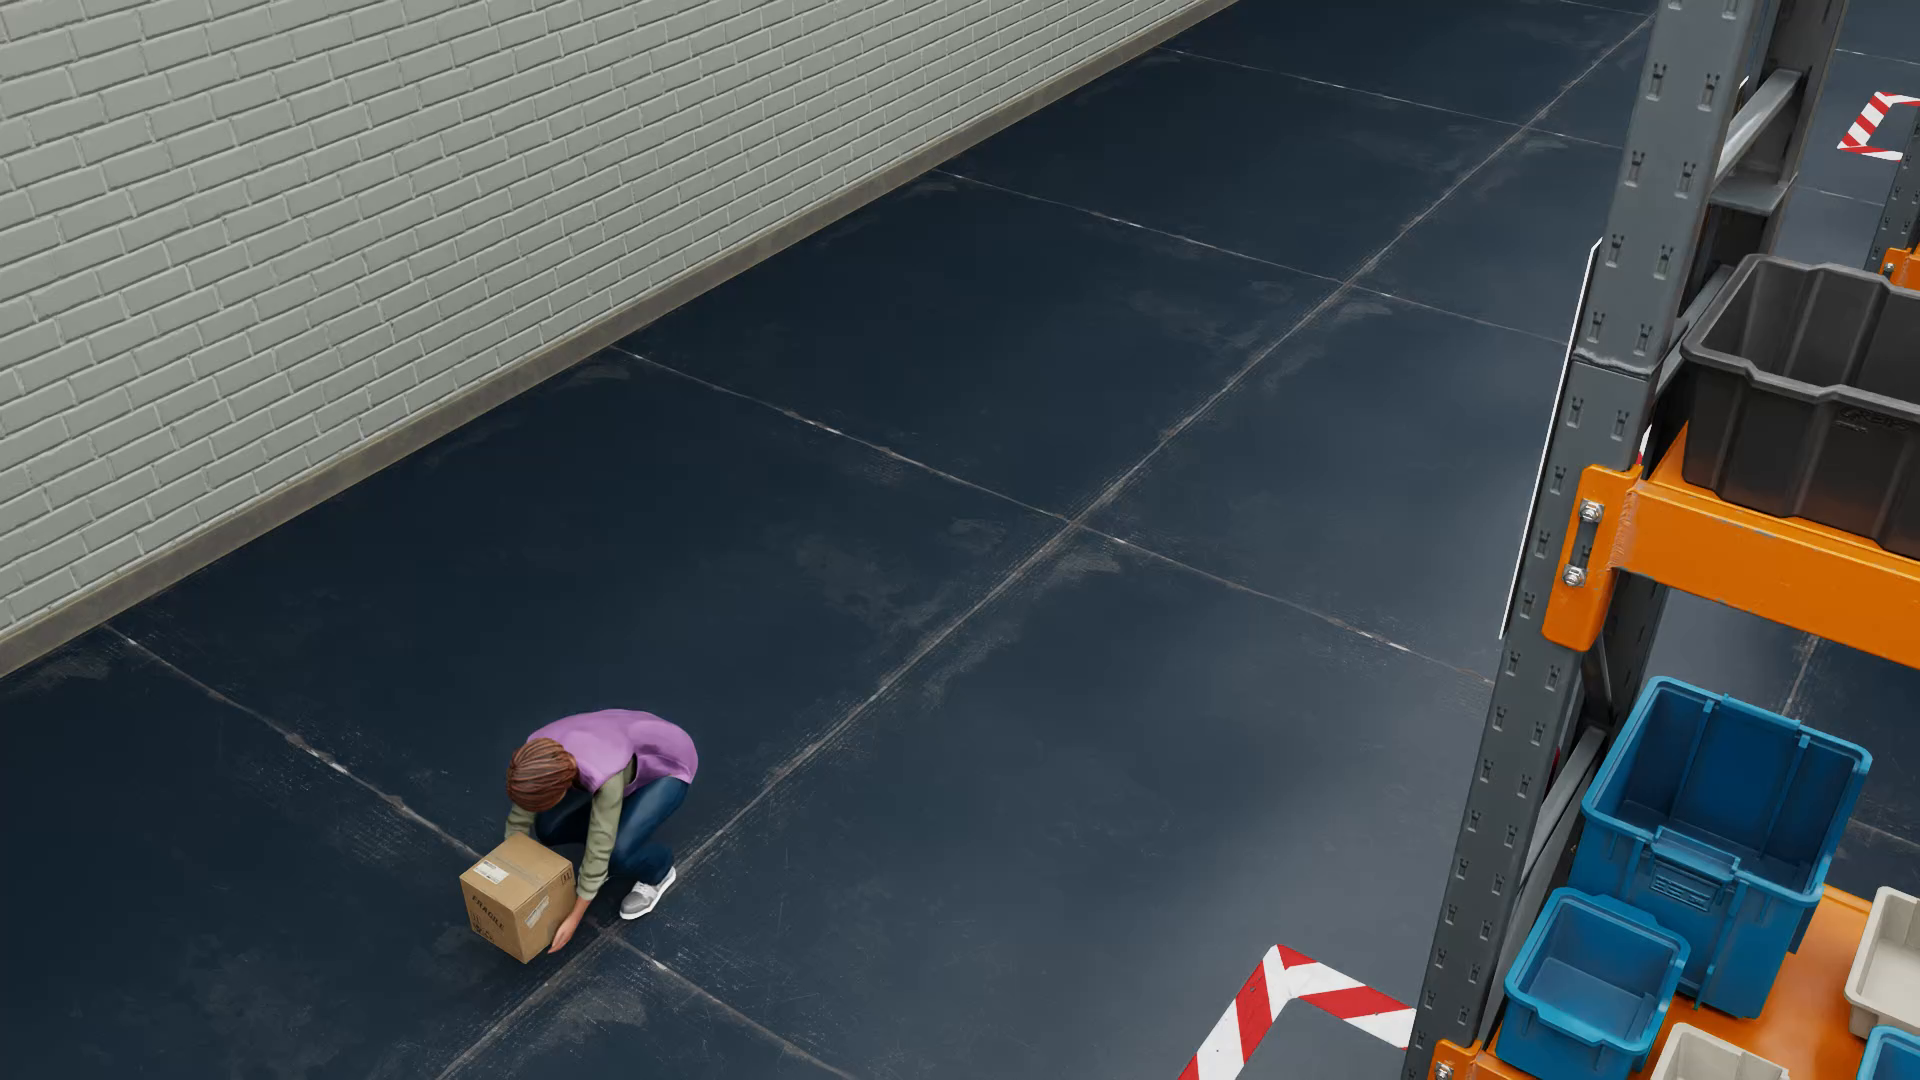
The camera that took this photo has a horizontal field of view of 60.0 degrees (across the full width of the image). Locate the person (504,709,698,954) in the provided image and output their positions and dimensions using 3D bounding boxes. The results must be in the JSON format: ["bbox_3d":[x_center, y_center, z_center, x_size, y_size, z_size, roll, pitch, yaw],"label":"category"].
[{"bbox_3d":[-1.190,0.883,5.508,0.445,0.897,0.809,22,40,28],"label":"person"}]
